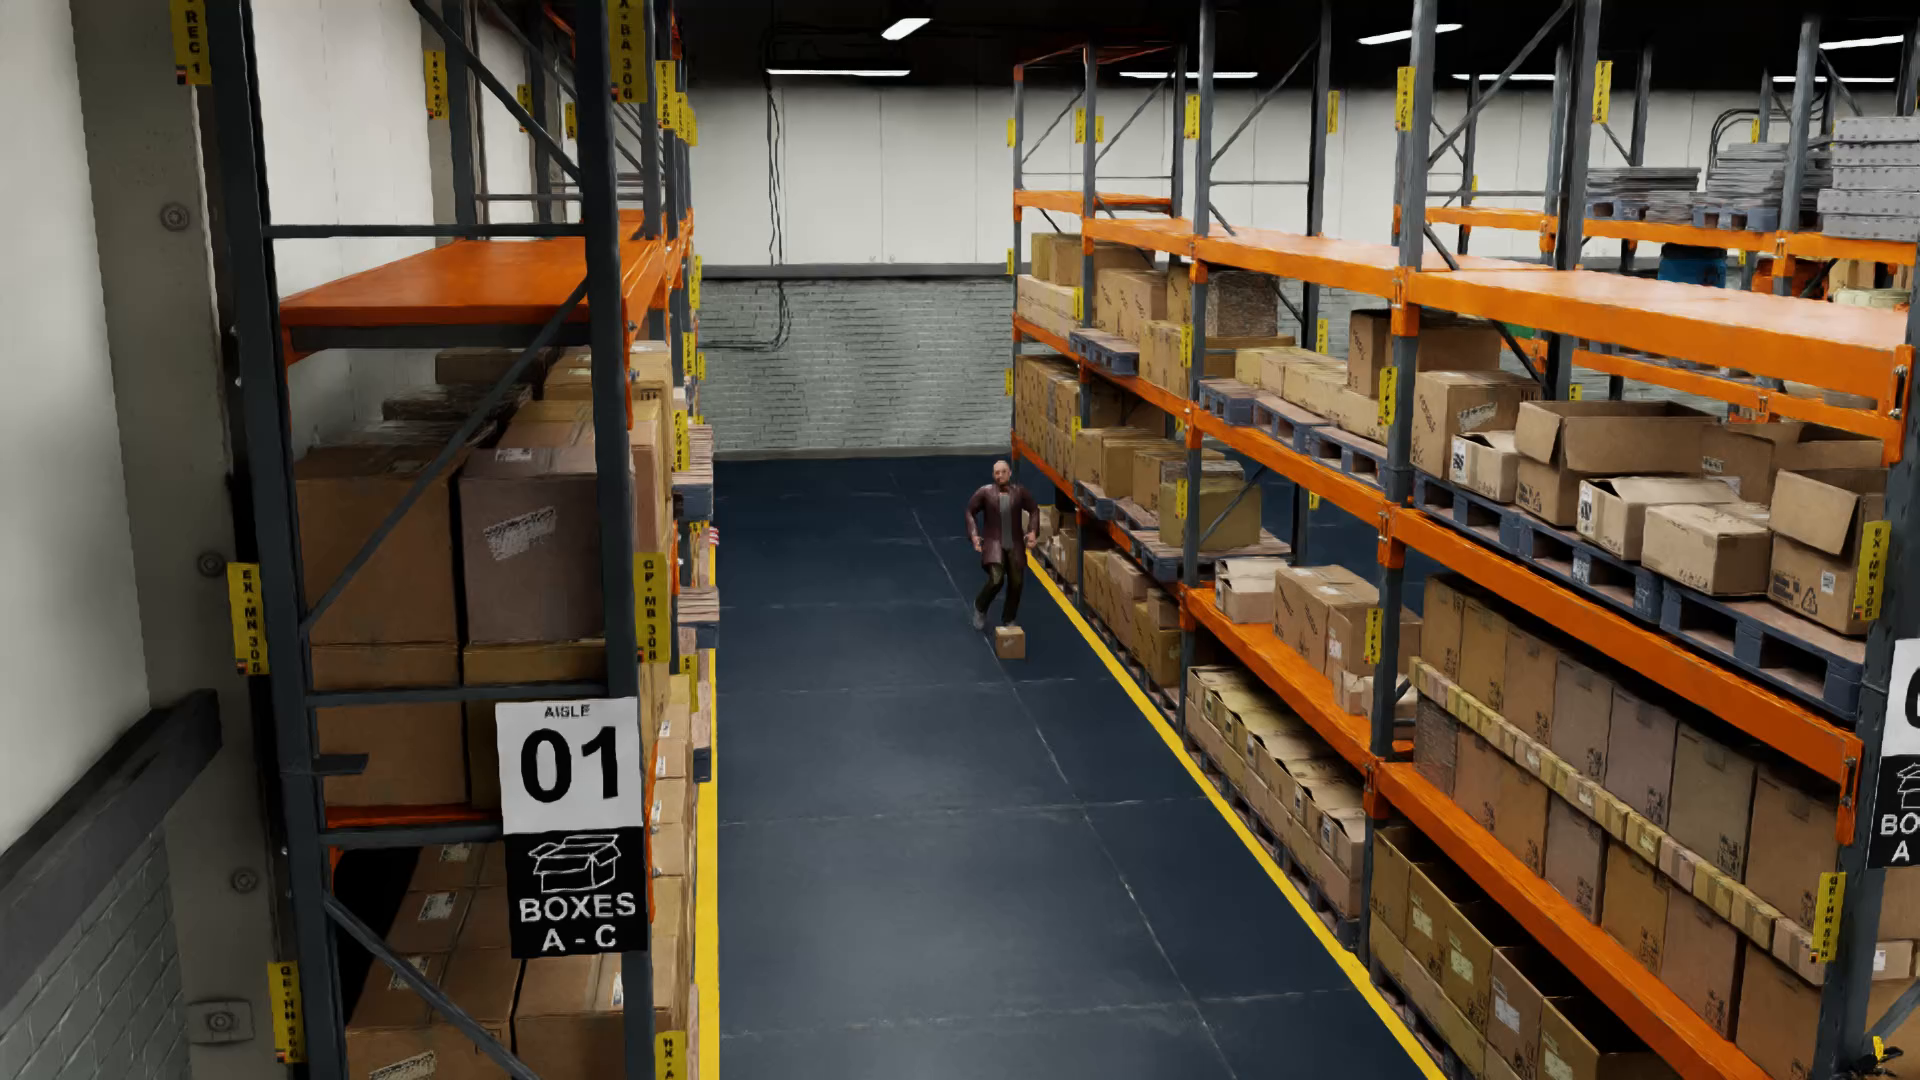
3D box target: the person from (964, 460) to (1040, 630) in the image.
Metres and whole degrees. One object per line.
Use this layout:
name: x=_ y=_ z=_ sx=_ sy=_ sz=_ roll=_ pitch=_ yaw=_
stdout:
person: x=0.460 y=0.067 z=16.806 sx=0.772 sy=1.744 sz=0.524 roll=-4 pitch=13 yaw=-15
